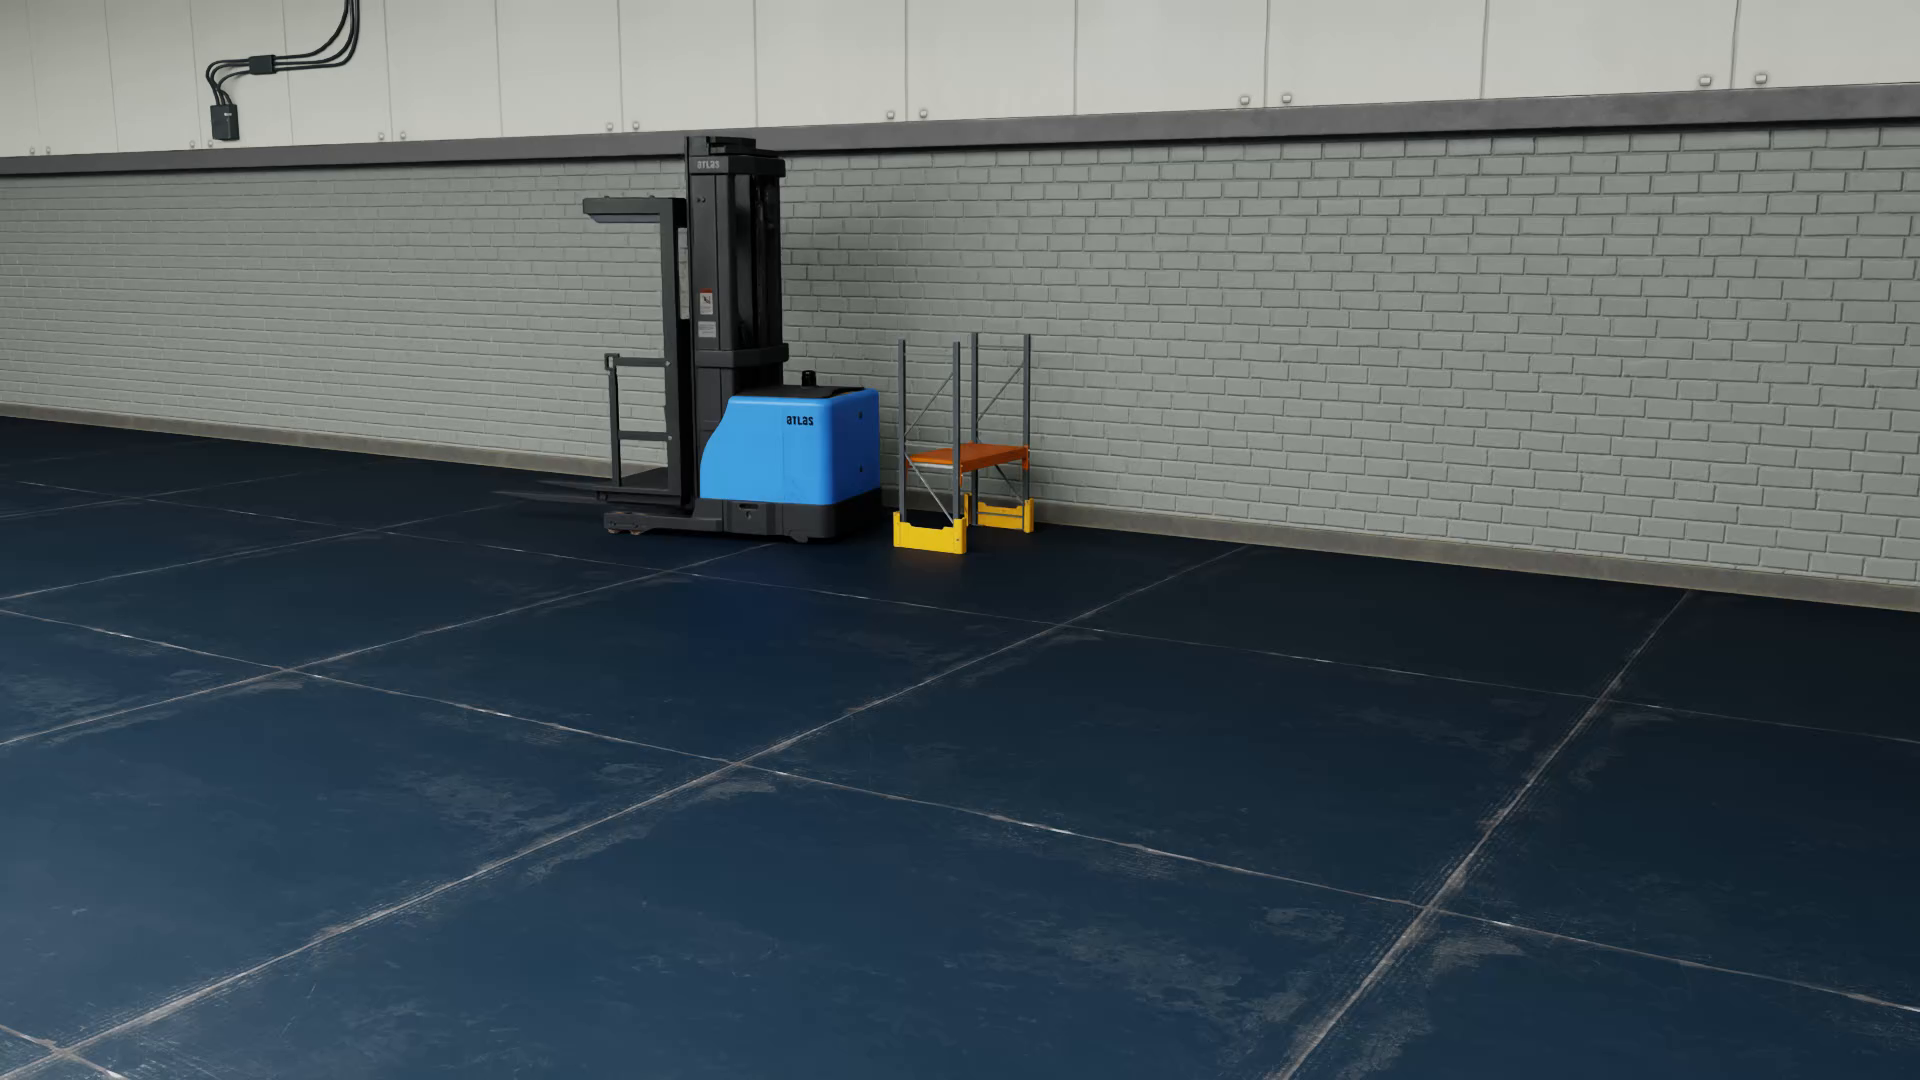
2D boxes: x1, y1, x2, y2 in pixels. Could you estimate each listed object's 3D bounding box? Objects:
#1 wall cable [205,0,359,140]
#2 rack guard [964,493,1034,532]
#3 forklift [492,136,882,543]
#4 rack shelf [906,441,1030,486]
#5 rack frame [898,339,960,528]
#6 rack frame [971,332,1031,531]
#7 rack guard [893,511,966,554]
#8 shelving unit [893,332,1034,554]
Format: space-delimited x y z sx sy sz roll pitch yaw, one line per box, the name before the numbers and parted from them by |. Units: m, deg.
wall cable | -6.867 -7.063 16.398 2.305 6.003 0.169 6 12 31
rack guard | 0.298 -0.213 12.828 0.587 0.250 0.087 6 12 31
forklift | -2.178 -1.564 12.759 3.031 2.935 1.130 4 11 20
rack shelf | 0.044 -0.574 12.335 0.538 0.185 1.000 6 12 31
rack frame | -0.220 -0.671 11.875 0.500 1.500 0.032 6 12 31
rack frame | 0.308 -0.831 12.729 0.500 1.500 0.032 6 12 31
rack guard | -0.219 -0.057 11.991 0.587 0.250 0.087 6 12 31
shelving unit | 0.040 -0.749 12.295 0.587 1.500 1.083 6 12 31
